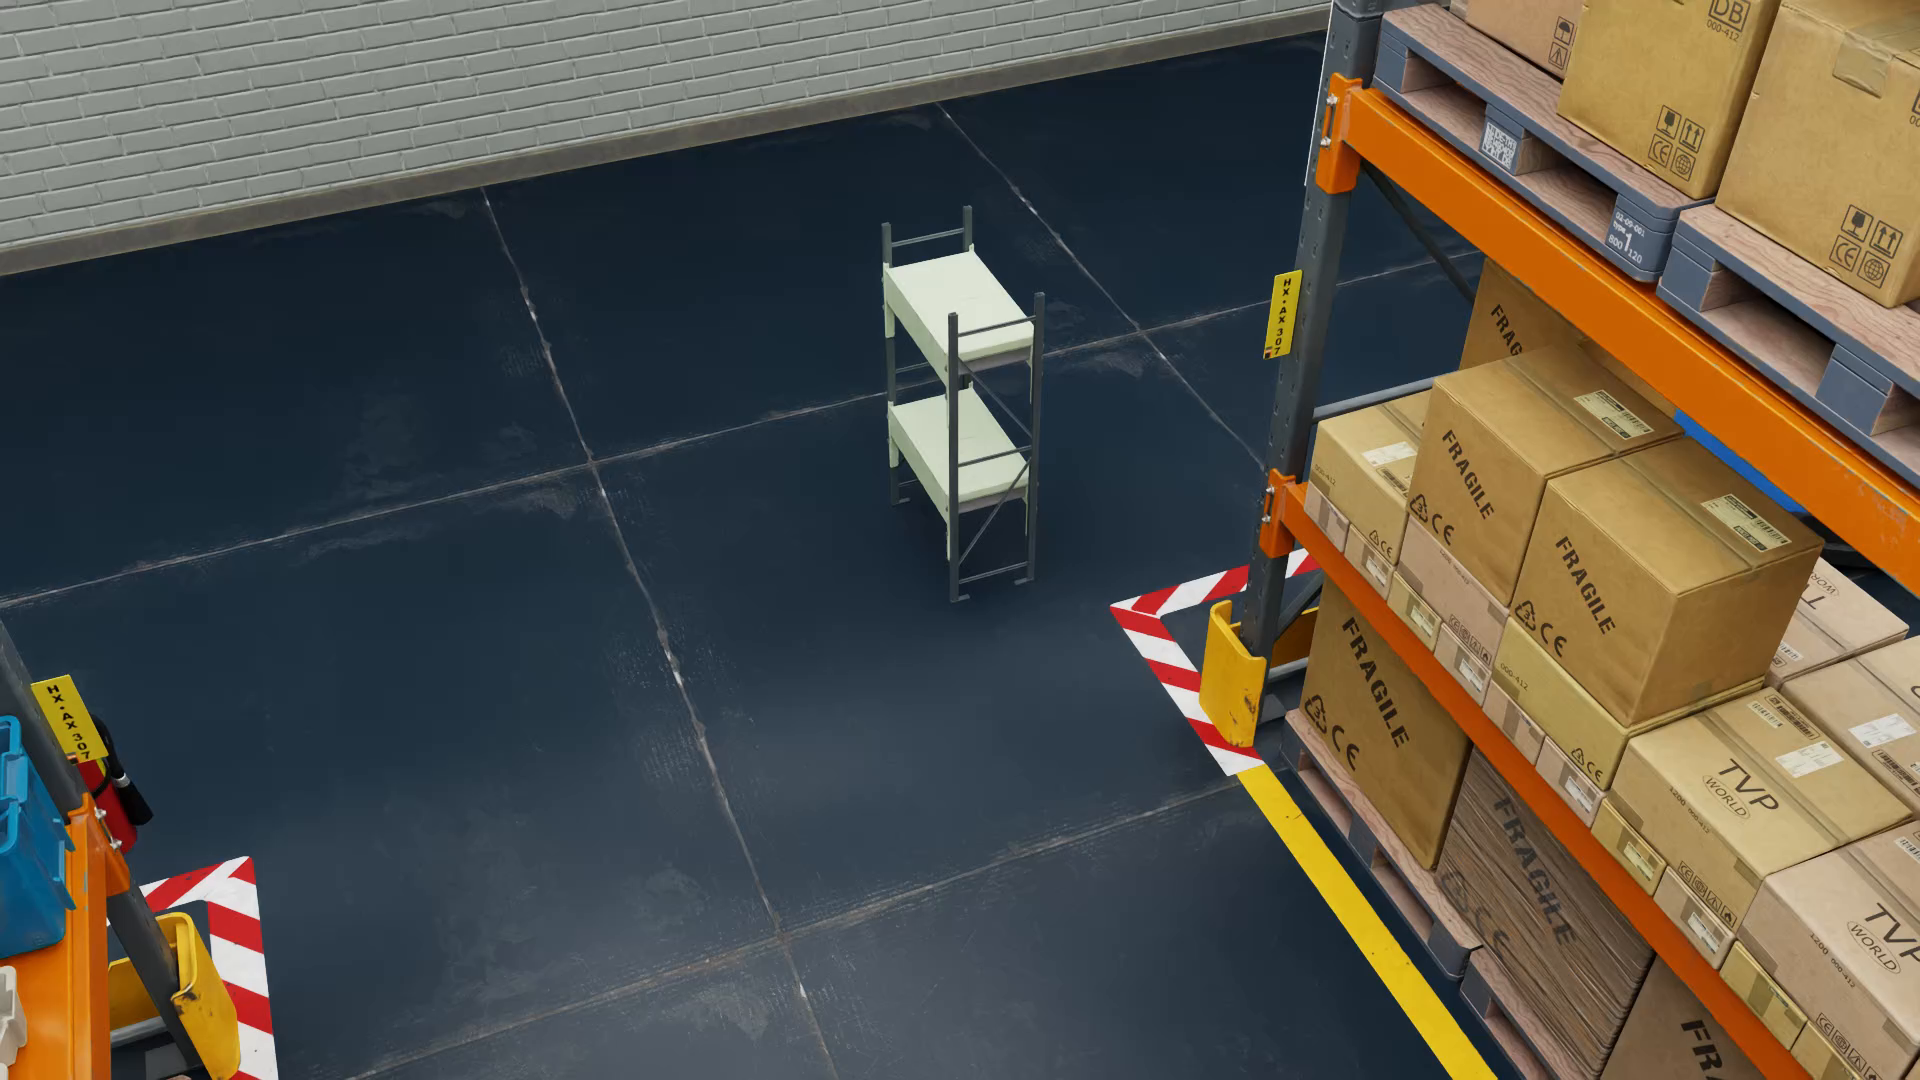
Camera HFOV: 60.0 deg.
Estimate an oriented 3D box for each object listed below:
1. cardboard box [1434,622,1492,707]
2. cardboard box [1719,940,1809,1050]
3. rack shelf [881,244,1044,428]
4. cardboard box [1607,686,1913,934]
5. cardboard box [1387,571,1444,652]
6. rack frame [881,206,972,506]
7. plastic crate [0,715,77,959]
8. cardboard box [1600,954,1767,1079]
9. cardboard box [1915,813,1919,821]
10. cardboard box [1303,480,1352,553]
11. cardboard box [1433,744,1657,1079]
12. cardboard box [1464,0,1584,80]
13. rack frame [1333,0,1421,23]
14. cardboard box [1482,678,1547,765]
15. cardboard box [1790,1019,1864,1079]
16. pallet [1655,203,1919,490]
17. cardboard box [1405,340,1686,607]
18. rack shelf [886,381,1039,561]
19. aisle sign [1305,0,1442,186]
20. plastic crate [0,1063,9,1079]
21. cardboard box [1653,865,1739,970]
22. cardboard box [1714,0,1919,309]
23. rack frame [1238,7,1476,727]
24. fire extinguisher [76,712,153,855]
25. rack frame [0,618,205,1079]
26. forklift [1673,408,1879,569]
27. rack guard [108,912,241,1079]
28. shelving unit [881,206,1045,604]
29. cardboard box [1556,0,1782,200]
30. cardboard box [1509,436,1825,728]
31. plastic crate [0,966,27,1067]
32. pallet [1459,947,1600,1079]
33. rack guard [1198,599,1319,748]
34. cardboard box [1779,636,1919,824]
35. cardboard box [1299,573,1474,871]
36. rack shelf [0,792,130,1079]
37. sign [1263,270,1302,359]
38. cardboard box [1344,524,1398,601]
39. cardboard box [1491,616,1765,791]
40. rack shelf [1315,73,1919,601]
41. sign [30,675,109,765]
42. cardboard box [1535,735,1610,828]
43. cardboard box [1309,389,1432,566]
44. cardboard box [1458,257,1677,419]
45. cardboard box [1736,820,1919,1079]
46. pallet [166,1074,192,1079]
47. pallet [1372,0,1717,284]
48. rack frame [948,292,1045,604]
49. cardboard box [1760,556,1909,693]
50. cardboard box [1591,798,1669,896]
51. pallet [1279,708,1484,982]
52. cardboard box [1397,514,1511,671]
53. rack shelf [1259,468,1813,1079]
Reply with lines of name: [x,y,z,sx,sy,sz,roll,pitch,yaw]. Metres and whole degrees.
cardboard box: [1.713,0.336,5.170,0.380,0.149,0.250,-16,43,-18]
cardboard box: [2.203,1.108,4.272,0.380,0.149,0.250,-16,43,-18]
rack shelf: [0.003,-0.861,6.920,0.431,0.370,0.720,-15,43,-17]
cardboard box: [2.116,0.708,4.432,0.500,0.250,0.500,-16,43,-18]
cardboard box: [1.612,0.179,5.352,0.380,0.149,0.250,-16,43,-18]
rack frame: [-0.137,-0.785,7.431,0.400,1.500,0.023,-15,43,-17]
plastic crate: [-2.692,0.834,4.325,0.616,0.435,0.499,-15,43,-17]
cardboard box: [2.591,1.576,4.843,0.875,0.875,0.875,-15,43,-17]
cardboard box: [2.787,0.873,4.240,0.500,0.250,0.500,-14,43,-16]
cardboard box: [1.415,-0.129,5.711,0.380,0.149,0.250,-15,43,-16]
cardboard box: [2.251,1.040,5.467,0.875,0.875,0.875,-15,43,-17]
cardboard box: [1.832,-1.593,4.445,0.700,0.500,0.500,-18,44,-19]
rack frame: [1.584,-2.795,4.017,1.000,3.000,0.127,-15,43,-17]
cardboard box: [1.810,0.489,4.992,0.380,0.149,0.250,-16,43,-18]
cardboard box: [2.301,1.262,4.093,0.380,0.149,0.250,-14,43,-16]
pallet: [2.348,-0.444,3.652,1.003,0.211,1.213,-15,43,-17]
cardboard box: [1.709,-0.203,4.916,0.500,0.500,0.500,-16,43,-18]
rack shelf: [0.003,-0.317,7.387,0.431,0.370,0.720,-15,43,-17]
aisle sign: [1.279,-1.475,5.089,0.394,0.787,0.004,-15,43,-17]
plastic crate: [-2.416,1.416,3.877,0.396,0.136,0.243,-15,43,-17]
cardboard box: [2.106,0.955,4.451,0.380,0.149,0.250,-14,43,-16]
cardboard box: [2.179,-0.925,3.667,0.700,0.500,0.500,-18,44,-20]
rack frame: [1.584,-0.521,5.973,1.000,3.000,0.127,-15,43,-17]
fire extinguisher: [-2.630,0.681,4.921,0.296,0.674,0.183,-15,43,-17]
rack frame: [-2.992,0.715,4.537,1.000,3.000,0.127,-15,43,-17]
forklift: [4.489,-1.246,6.870,3.031,2.935,1.130,6,41,7]
rack guard: [-3.014,1.652,5.365,1.175,0.500,0.348,-15,43,-17]
shelving unit: [0.003,-0.565,7.175,0.431,1.500,0.755,-15,43,-17]
cardboard box: [1.936,-1.224,4.015,0.700,0.500,0.500,-17,43,-18]
cardboard box: [1.913,0.107,4.555,0.500,0.500,0.500,-16,43,-18]
plastic crate: [-2.513,1.238,4.084,0.396,0.136,0.243,-15,43,-17]
pallet: [2.425,1.733,5.492,1.003,0.211,1.213,-15,43,-17]
rack guard: [1.575,0.413,6.805,1.175,0.500,0.348,-15,43,-17]
cardboard box: [2.606,0.574,4.587,0.500,0.250,0.500,-15,43,-17]
cardboard box: [1.903,0.491,6.104,0.875,0.875,0.875,-15,43,-17]
rack shelf: [-2.227,2.193,3.370,1.077,0.370,4.000,-15,43,-17]
sign: [1.069,-0.744,5.509,0.100,0.325,0.005,-15,43,-17]
cardboard box: [1.514,0.025,5.532,0.380,0.149,0.250,-16,43,-17]
cardboard box: [1.912,0.395,4.796,0.500,0.250,0.500,-16,43,-18]
rack shelf: [2.349,-0.180,3.829,1.077,0.370,4.000,-15,43,-17]
sign: [-2.490,0.506,4.654,0.100,0.325,0.005,-15,43,-17]
cardboard box: [1.909,0.645,4.811,0.380,0.149,0.250,-16,43,-17]
cardboard box: [1.518,-0.220,5.511,0.500,0.250,0.500,-16,43,-18]
cardboard box: [2.013,-0.633,5.416,0.500,0.500,0.500,-15,43,-16]
cardboard box: [2.307,1.014,4.076,0.500,0.250,0.500,-14,43,-16]
pallet: [-2.713,2.279,4.857,1.003,0.211,1.213,-15,43,-17]
pallet: [1.877,-1.180,4.508,1.003,0.211,1.213,-15,43,-17]
rack frame: [0.143,-0.344,6.919,0.400,1.500,0.023,-15,43,-17]
cardboard box: [2.403,0.261,4.951,0.500,0.250,0.500,-17,43,-18]
cardboard box: [2.004,0.797,4.634,0.380,0.149,0.250,-16,43,-18]
pallet: [1.962,0.999,6.345,1.003,0.211,1.213,-15,43,-17]
cardboard box: [1.723,0.091,5.149,0.500,0.250,0.500,-16,43,-17]
rack shelf: [2.349,0.957,4.807,1.077,0.370,4.000,-15,43,-17]
